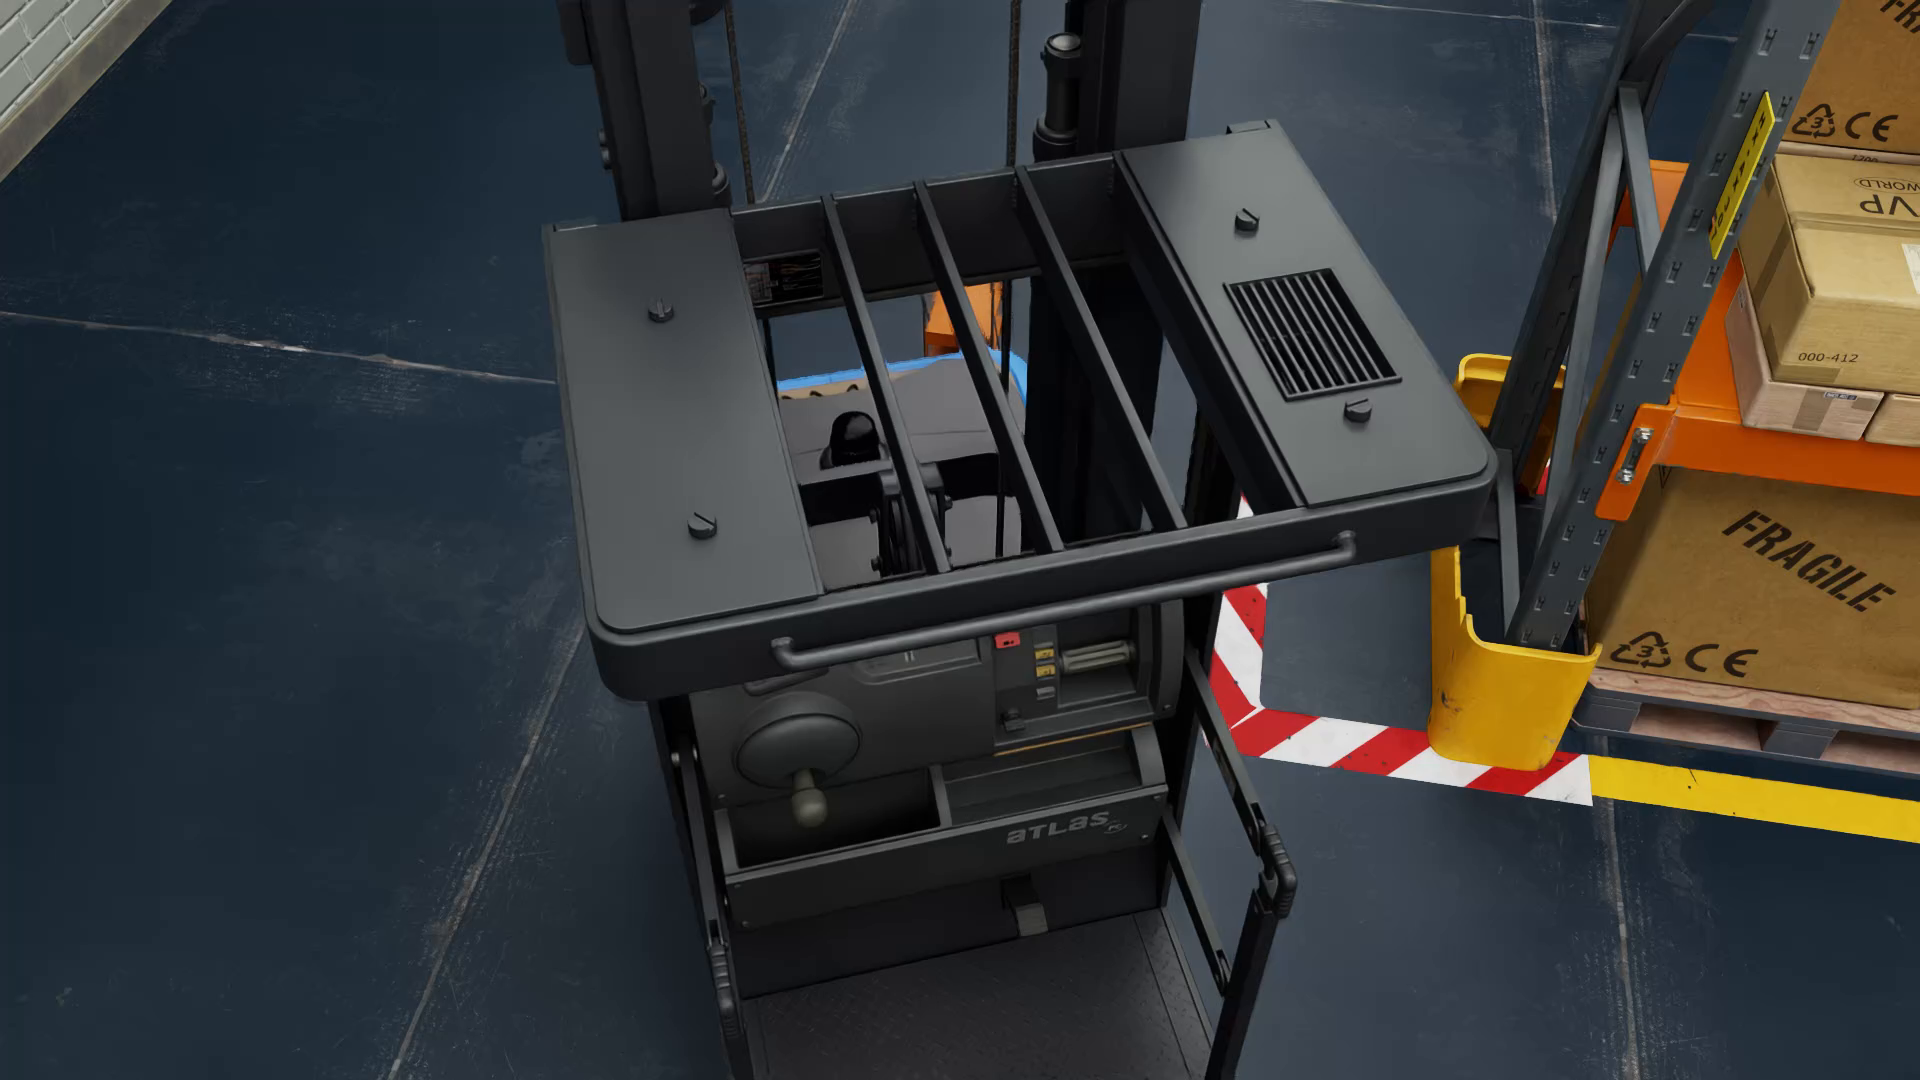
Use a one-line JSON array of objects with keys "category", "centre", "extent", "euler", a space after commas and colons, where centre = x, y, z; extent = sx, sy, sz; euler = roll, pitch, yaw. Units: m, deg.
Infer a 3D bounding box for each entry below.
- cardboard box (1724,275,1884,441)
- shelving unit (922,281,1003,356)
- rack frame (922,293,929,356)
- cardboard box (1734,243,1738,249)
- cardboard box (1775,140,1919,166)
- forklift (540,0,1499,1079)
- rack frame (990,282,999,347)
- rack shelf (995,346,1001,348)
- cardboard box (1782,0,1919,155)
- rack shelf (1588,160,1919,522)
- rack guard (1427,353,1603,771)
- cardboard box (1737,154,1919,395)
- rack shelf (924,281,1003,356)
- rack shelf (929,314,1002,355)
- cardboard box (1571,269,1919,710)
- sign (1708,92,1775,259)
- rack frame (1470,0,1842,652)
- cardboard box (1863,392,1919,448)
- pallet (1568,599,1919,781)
[{"category": "cardboard box", "centre": [1.910, -0.421, 3.780], "extent": [0.250, 0.149, 0.380], "euler": [8, 49, 7]}, {"category": "shelving unit", "centre": [0.014, -0.399, 4.802], "extent": [0.189, 1.200, 0.258], "euler": [8, 49, 7]}, {"category": "rack frame", "centre": [-0.076, -0.411, 4.813], "extent": [0.006, 1.200, 0.240], "euler": [8, 49, 7]}, {"category": "cardboard box", "centre": [2.028, -0.903, 4.214], "extent": [0.250, 0.149, 0.380], "euler": [9, 49, 8]}, {"category": "cardboard box", "centre": [2.144, -0.972, 4.008], "extent": [0.500, 0.250, 0.500], "euler": [7, 48, 6]}, {"category": "forklift", "centre": [0.019, 0.377, 2.941], "extent": [1.130, 2.935, 3.031], "euler": [-10, 49, -9]}, {"category": "rack frame", "centre": [0.104, -0.387, 4.791], "extent": [0.006, 1.200, 0.240], "euler": [8, 49, 7]}, {"category": "rack shelf", "centre": [0.014, -0.450, 4.746], "extent": [0.180, 0.103, 0.258], "euler": [8, 49, 7]}, {"category": "cardboard box", "centre": [2.146, -1.221, 3.727], "extent": [0.500, 0.500, 0.500], "euler": [8, 49, 7]}, {"category": "rack shelf", "centre": [3.588, -0.288, 3.976], "extent": [4.000, 0.370, 1.077], "euler": [8, 49, 7]}, {"category": "rack guard", "centre": [1.596, 0.039, 4.879], "extent": [0.348, 0.500, 1.175], "euler": [8, 49, 7]}, {"category": "cardboard box", "centre": [2.044, -0.581, 3.656], "extent": [0.500, 0.250, 0.500], "euler": [7, 48, 6]}, {"category": "rack shelf", "centre": [0.014, -0.610, 4.567], "extent": [0.180, 0.103, 0.258], "euler": [8, 49, 7]}, {"category": "rack shelf", "centre": [0.014, -0.530, 4.657], "extent": [0.180, 0.103, 0.258], "euler": [8, 49, 7]}, {"category": "cardboard box", "centre": [2.263, -0.197, 4.557], "extent": [0.875, 0.875, 0.875], "euler": [8, 49, 7]}, {"category": "sign", "centre": [1.515, -0.703, 3.230], "extent": [0.005, 0.325, 0.100], "euler": [8, 49, 7]}, {"category": "rack frame", "centre": [1.619, -0.793, 3.946], "extent": [0.127, 3.000, 1.000], "euler": [8, 49, 7]}, {"category": "cardboard box", "centre": [2.163, -0.388, 3.751], "extent": [0.250, 0.149, 0.380], "euler": [7, 48, 6]}, {"category": "pallet", "centre": [2.420, 0.188, 4.940], "extent": [1.213, 0.211, 1.003], "euler": [8, 49, 7]}]
